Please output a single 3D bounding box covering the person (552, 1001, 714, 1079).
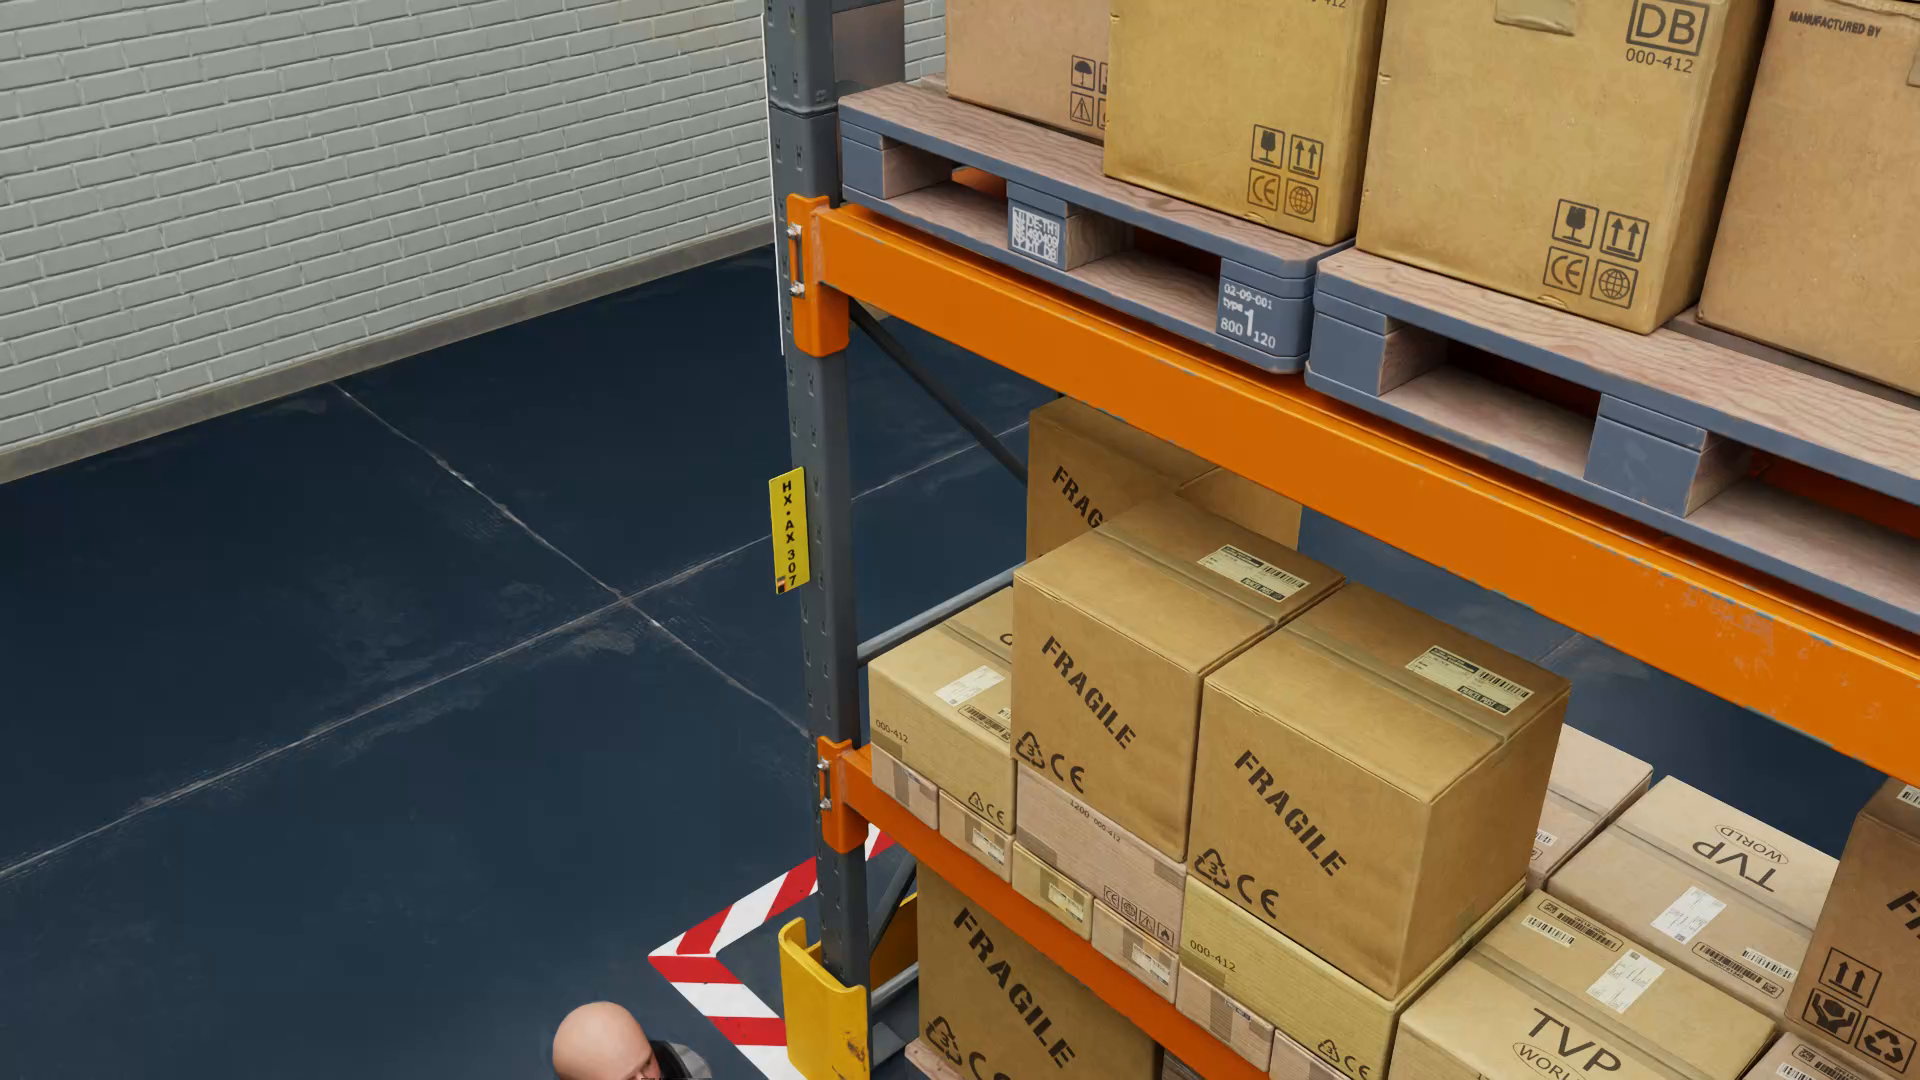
[{"bbox_3d":[-0.651,1.621,3.505,1.046,1.666,0.574,27,41,37],"label":"person"}]
